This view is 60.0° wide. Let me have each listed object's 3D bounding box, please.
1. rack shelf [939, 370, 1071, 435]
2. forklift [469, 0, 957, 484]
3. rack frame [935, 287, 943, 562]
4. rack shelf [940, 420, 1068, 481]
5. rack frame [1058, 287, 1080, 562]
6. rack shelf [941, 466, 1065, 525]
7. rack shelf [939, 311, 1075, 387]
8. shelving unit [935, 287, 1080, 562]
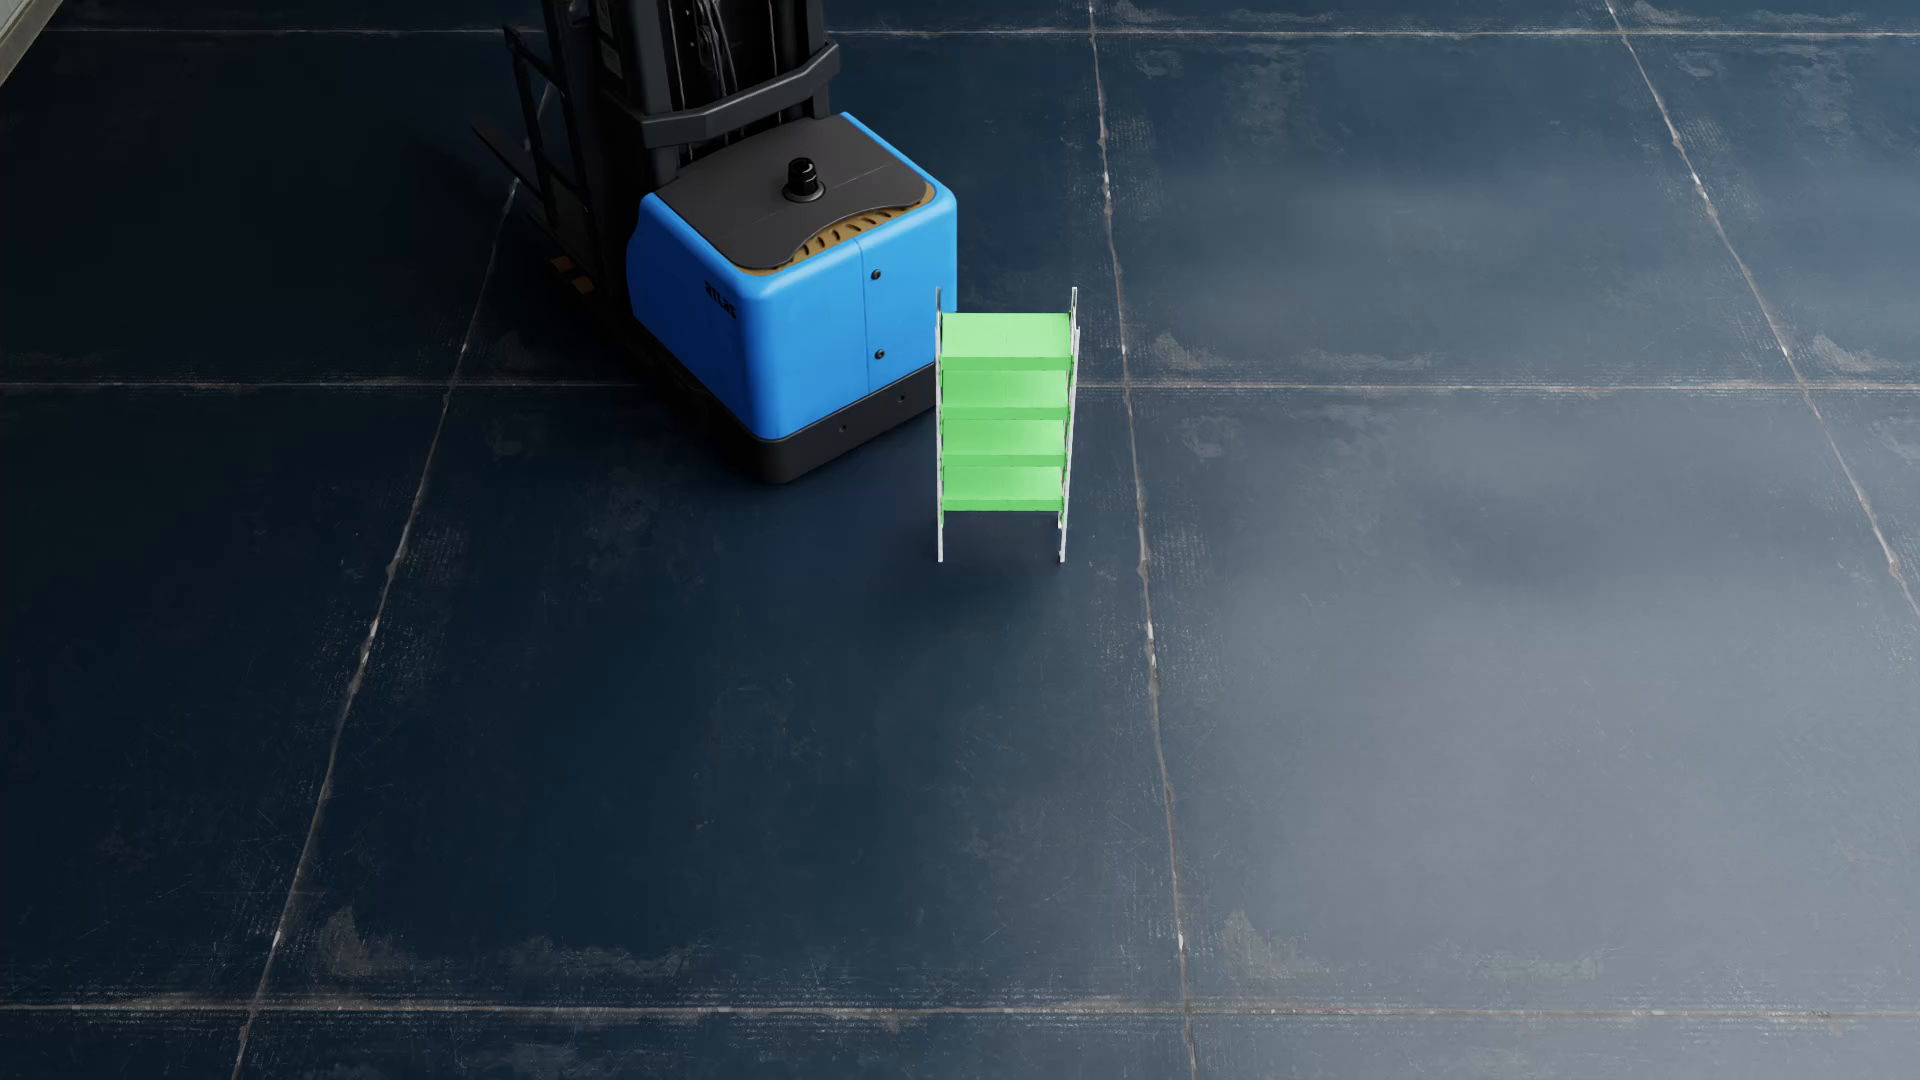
[{"bbox_3d":[0.166,-0.528,6.181,0.480,0.148,0.258,0,47,0],"label":"rack shelf"},{"bbox_3d":[-1.299,-2.258,6.849,1.130,2.935,3.031,-30,54,-25],"label":"forklift"},{"bbox_3d":[-0.078,-0.409,6.311,0.015,1.200,0.240,0,47,0],"label":"rack frame"},{"bbox_3d":[0.166,-0.365,6.357,0.480,0.148,0.258,0,47,0],"label":"rack shelf"},{"bbox_3d":[0.410,-0.408,6.310,0.015,1.200,0.240,0,47,0],"label":"rack frame"},{"bbox_3d":[0.166,-0.201,6.533,0.480,0.148,0.258,0,47,0],"label":"rack shelf"},{"bbox_3d":[0.166,-0.692,6.006,0.480,0.148,0.258,0,47,0],"label":"rack shelf"},{"bbox_3d":[0.166,-0.408,6.310,0.503,1.200,0.258,0,47,0],"label":"shelving unit"}]
